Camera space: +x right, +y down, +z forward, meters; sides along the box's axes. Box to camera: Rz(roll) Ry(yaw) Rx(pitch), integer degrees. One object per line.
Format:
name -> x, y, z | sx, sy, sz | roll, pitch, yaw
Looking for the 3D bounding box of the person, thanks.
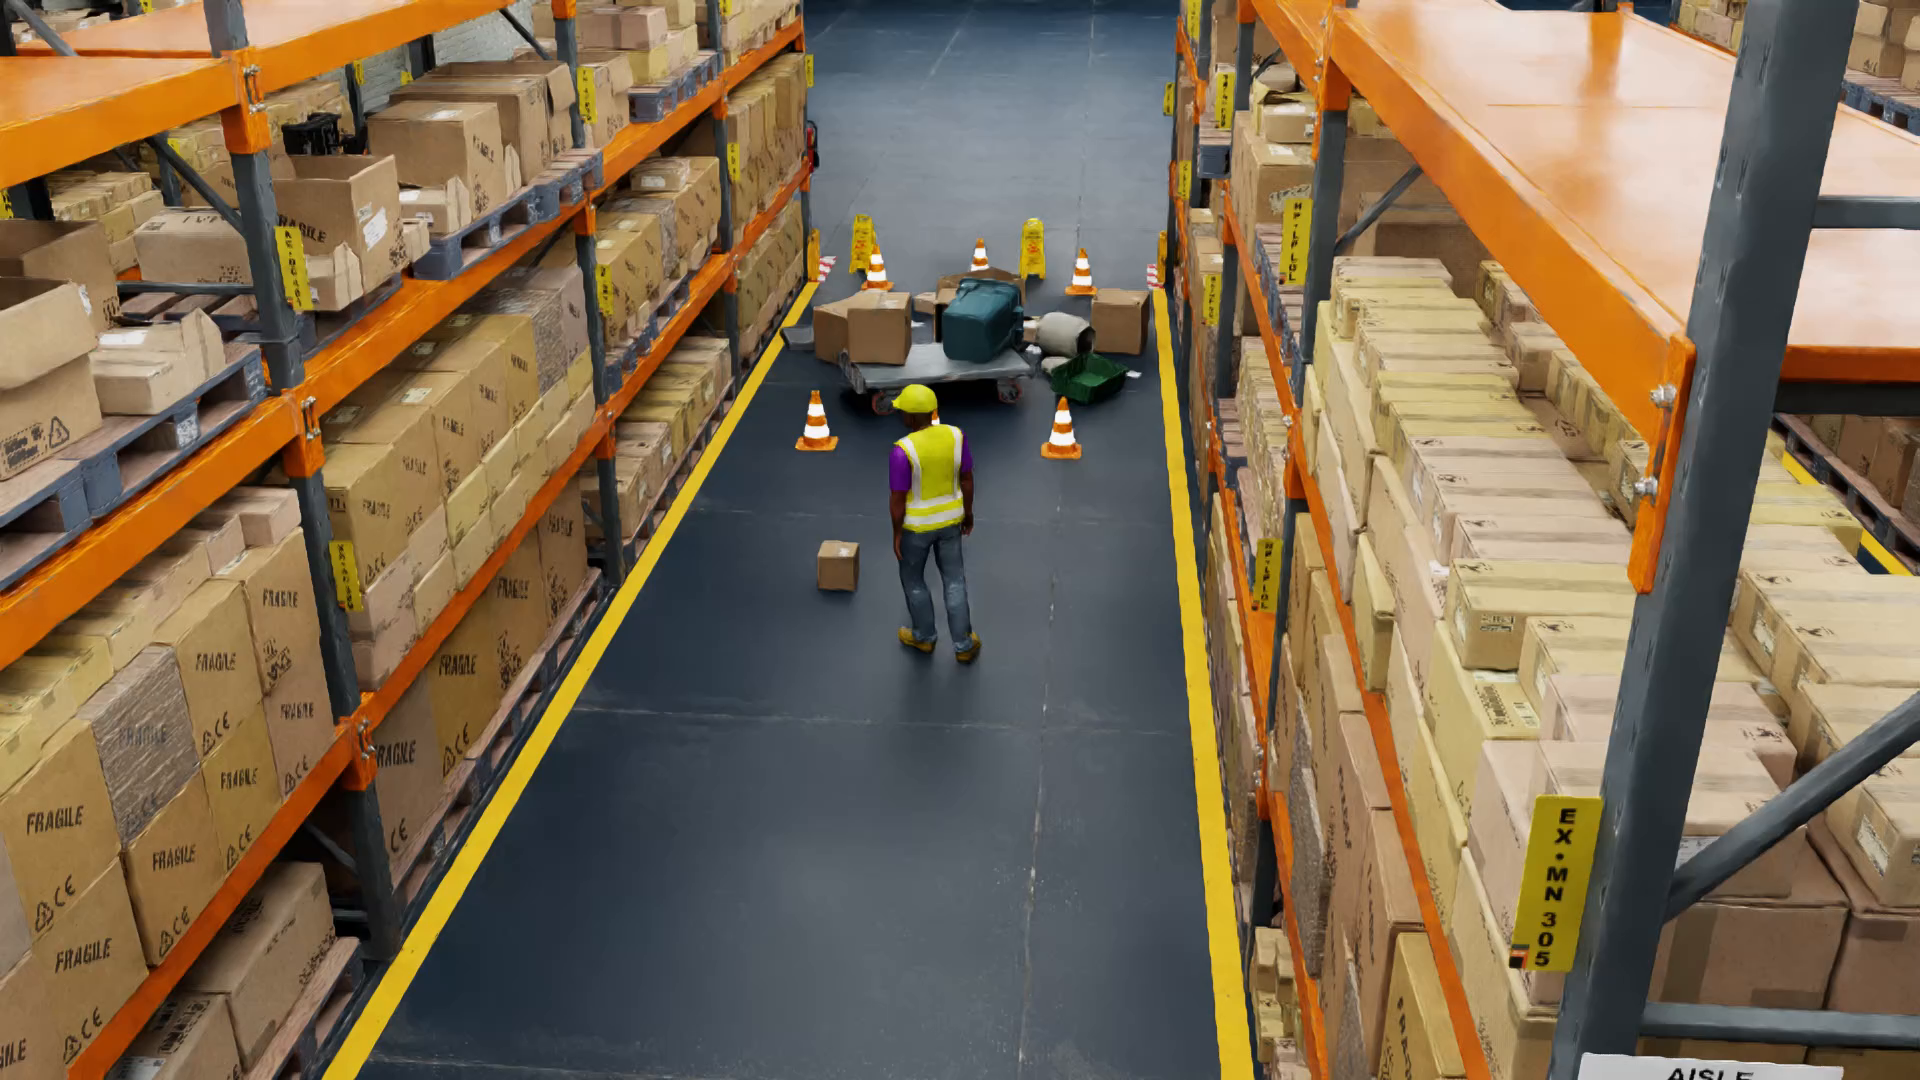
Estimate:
person -> -0.163, -0.103, 10.214 | 0.600, 1.754, 0.563 | -13, 27, -26
